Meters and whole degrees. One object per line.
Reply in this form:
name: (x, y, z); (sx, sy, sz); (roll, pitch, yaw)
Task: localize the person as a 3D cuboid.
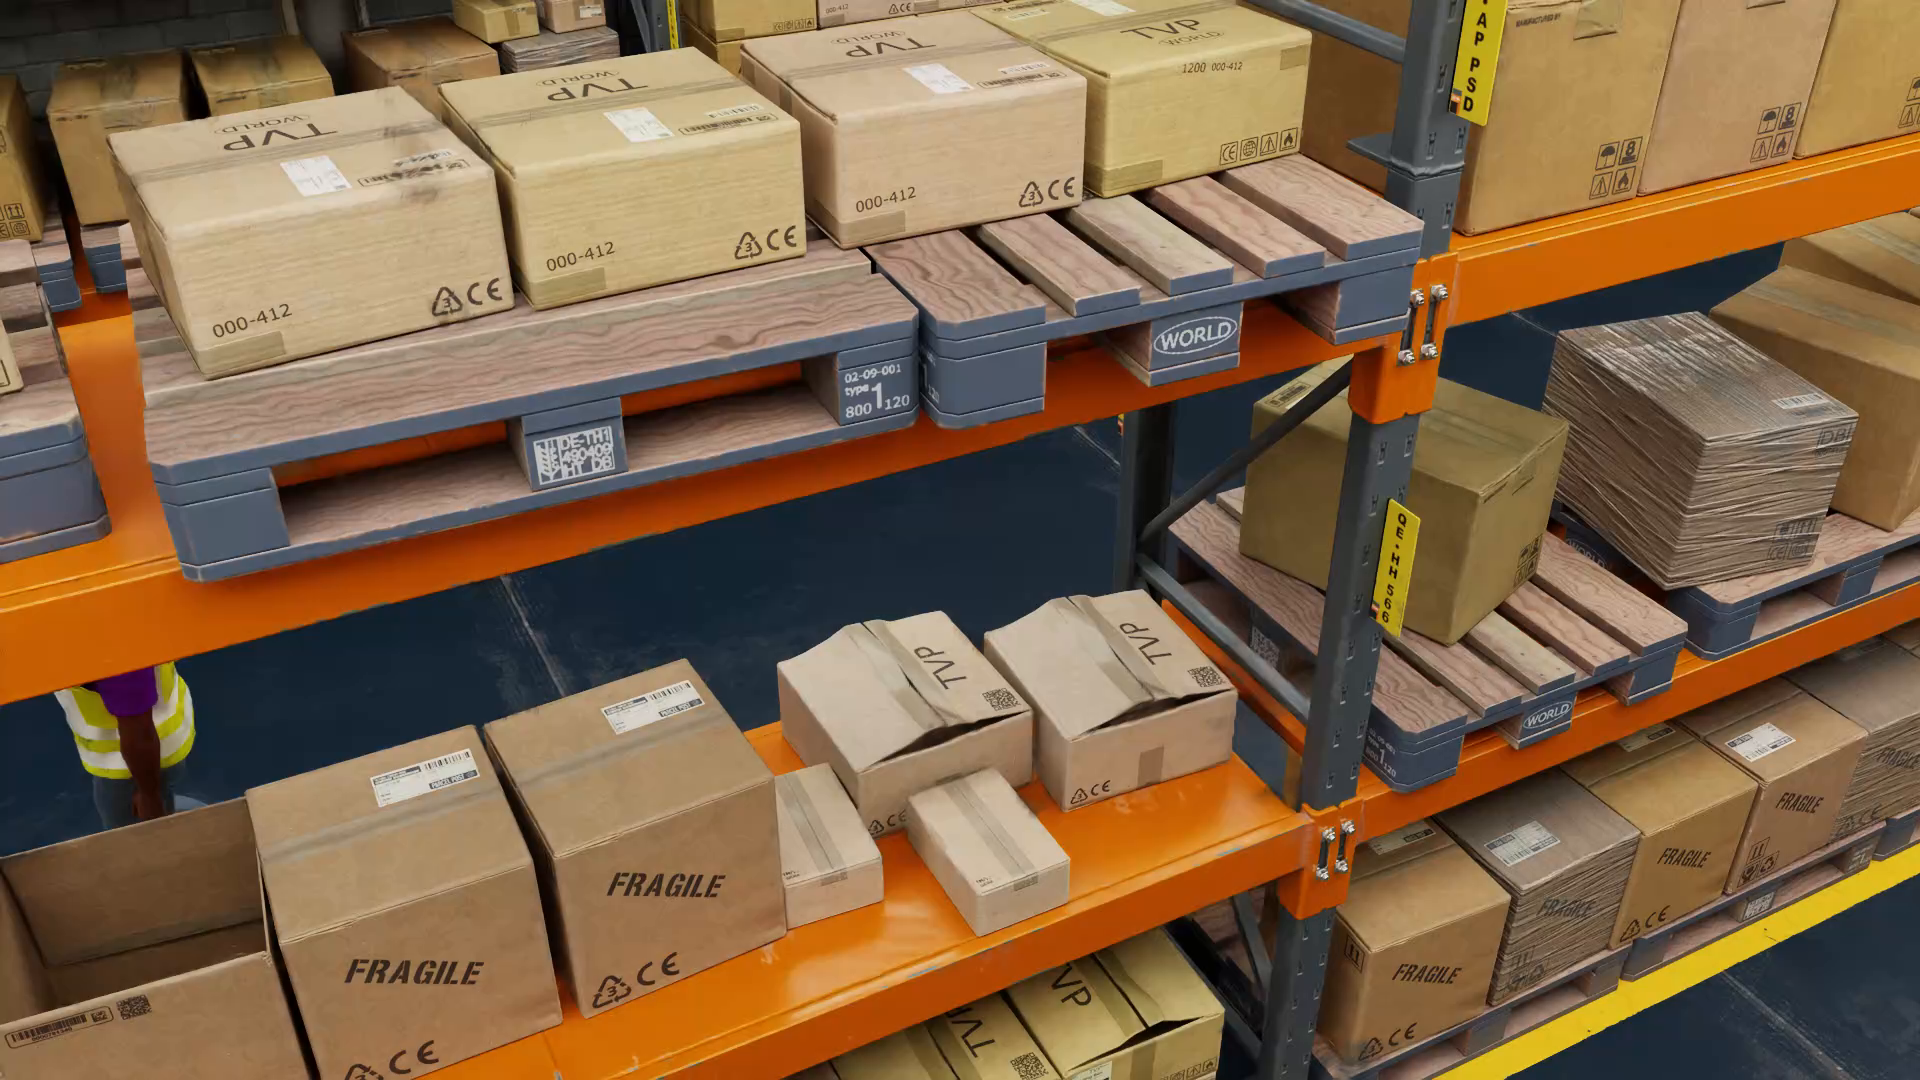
person: (-2.487, 0.607, 5.130); (0.561, 1.752, 0.578); (-10, 34, -15)
